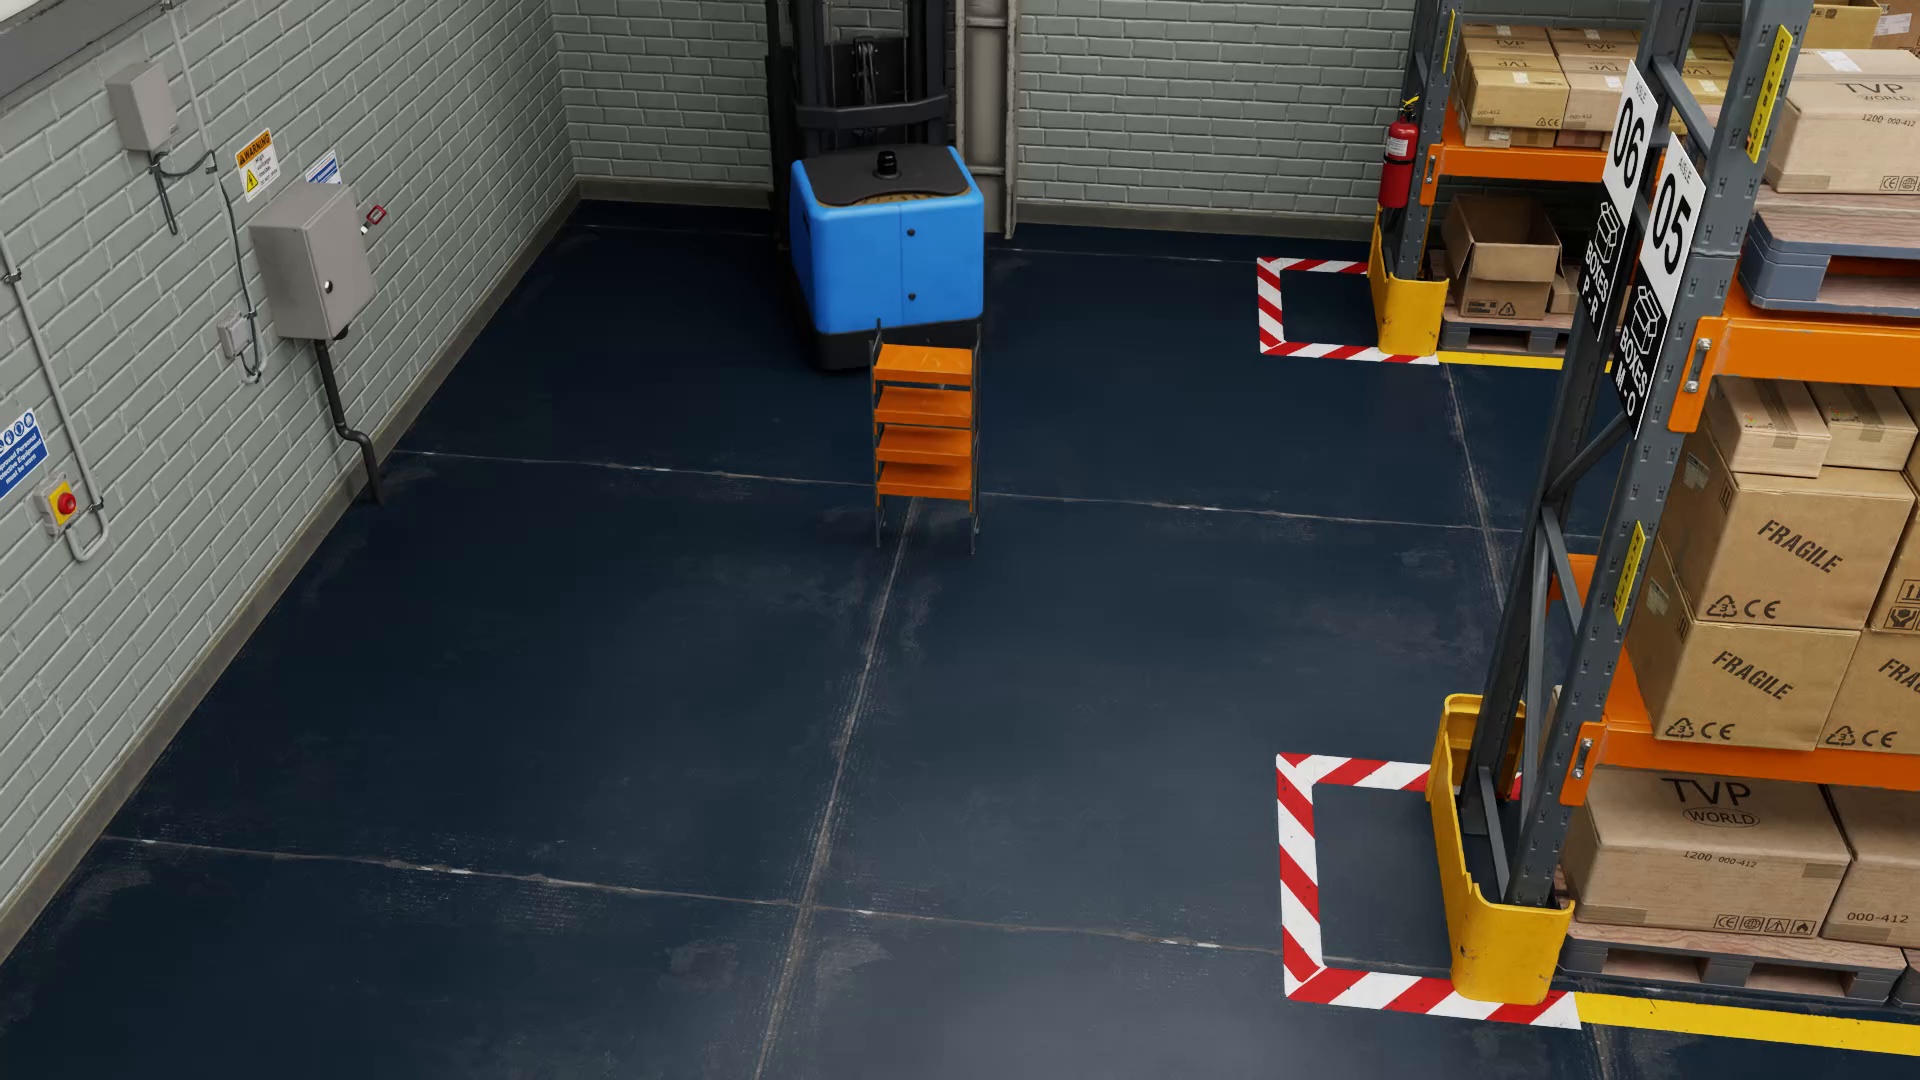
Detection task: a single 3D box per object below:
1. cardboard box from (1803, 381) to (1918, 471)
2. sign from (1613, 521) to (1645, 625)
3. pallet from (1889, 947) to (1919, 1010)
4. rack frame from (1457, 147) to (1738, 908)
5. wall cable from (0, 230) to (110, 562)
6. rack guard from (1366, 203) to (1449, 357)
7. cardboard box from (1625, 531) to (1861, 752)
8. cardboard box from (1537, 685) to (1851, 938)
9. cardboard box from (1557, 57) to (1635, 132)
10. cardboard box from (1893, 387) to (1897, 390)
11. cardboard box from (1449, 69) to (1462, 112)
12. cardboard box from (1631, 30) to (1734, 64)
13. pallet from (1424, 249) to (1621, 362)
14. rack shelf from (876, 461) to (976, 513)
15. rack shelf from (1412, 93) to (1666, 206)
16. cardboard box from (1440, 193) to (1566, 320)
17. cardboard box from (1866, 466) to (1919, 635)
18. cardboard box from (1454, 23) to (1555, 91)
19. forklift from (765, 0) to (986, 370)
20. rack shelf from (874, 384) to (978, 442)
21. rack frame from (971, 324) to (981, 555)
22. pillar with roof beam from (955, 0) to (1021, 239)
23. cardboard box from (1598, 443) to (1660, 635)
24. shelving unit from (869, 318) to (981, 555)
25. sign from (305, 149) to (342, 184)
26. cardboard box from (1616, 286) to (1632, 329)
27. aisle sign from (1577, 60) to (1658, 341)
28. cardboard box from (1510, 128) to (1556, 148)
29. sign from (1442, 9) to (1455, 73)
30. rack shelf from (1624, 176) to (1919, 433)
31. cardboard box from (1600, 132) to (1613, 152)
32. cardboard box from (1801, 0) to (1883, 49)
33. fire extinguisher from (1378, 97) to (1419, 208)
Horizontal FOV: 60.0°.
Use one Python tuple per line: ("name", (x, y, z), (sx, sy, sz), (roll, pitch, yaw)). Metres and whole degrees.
("cardboard box", (2.701, -0.380, 5.053), (0.250, 0.149, 0.380), (5, 36, 7))
("sign", (2.038, 0.102, 5.069), (0.005, 0.325, 0.100), (4, 36, 6))
("pallet", (4.124, 1.408, 6.452), (1.213, 0.211, 1.003), (4, 36, 6))
("rack frame", (2.115, 0.167, 5.791), (0.127, 3.000, 1.000), (4, 36, 6))
("wall cable", (-3.481, -0.663, 6.052), (0.123, 1.953, 0.585), (4, 36, 6))
("rack guard", (2.819, -1.670, 10.517), (0.348, 0.500, 1.175), (4, 36, 6))
("cardboard box", (2.554, 0.328, 5.480), (0.500, 0.500, 0.500), (4, 36, 6))
("cardboard box", (2.782, 1.030, 6.425), (0.875, 0.438, 0.875), (3, 36, 4))
("cardboard box", (3.659, -2.527, 9.439), (0.500, 0.250, 0.500), (5, 36, 6))
("cardboard box", (3.145, -0.360, 5.583), (0.500, 0.500, 0.500), (4, 36, 6))
("cardboard box", (3.106, -2.721, 10.054), (0.250, 0.149, 0.380), (4, 36, 5))
("cardboard box", (4.235, -2.794, 9.812), (0.500, 0.250, 0.500), (5, 36, 7))
("pallet", (3.609, -1.494, 10.519), (1.213, 0.211, 1.003), (4, 36, 6))
("rack shelf", (-0.164, -0.284, 8.430), (0.480, 0.148, 0.258), (4, 36, 6))
("rack shelf", (4.727, -2.252, 9.800), (4.000, 0.370, 1.077), (4, 36, 6))
("cardboard box", (3.338, -1.748, 10.262), (0.637, 0.503, 0.797), (3, 36, 4))
("cardboard box", (3.068, -0.047, 5.143), (0.500, 0.500, 0.500), (3, 36, 5))
("cardboard box", (3.233, -2.872, 9.922), (0.500, 0.250, 0.500), (5, 36, 7))
("forklift", (-0.677, -3.060, 10.371), (1.130, 2.935, 3.031), (-8, 36, -11))
("rack shelf", (-0.164, -0.628, 8.185), (0.480, 0.148, 0.258), (4, 36, 6))
("rack frame", (0.078, -0.483, 8.250), (0.015, 1.200, 0.240), (4, 36, 6))
("pillar with roof beam", (-0.365, -3.373, 5.587), (0.400, 9.000, 9.100), (4, 36, 6))
("cardboard box", (2.627, 0.010, 5.925), (0.500, 0.500, 0.500), (4, 36, 6))
("shelving unit", (-0.164, -0.501, 8.276), (0.503, 1.200, 0.258), (4, 36, 6))
("sign", (-3.211, -1.697, 8.485), (0.001, 0.494, 0.329), (4, 36, 6))
("cardboard box", (4.181, -1.661, 10.142), (0.500, 0.500, 0.700), (6, 36, 8))
("aisle sign", (2.083, -1.075, 5.293), (0.004, 0.787, 0.394), (4, 36, 6))
("cardboard box", (3.292, -2.416, 9.627), (0.250, 0.149, 0.380), (5, 36, 7))
("sign", (2.674, -2.733, 9.109), (0.005, 0.325, 0.100), (4, 36, 6))
("rack shelf", (4.098, -0.613, 4.921), (4.000, 0.370, 1.077), (4, 36, 6))
("cardboard box", (3.800, -2.363, 9.552), (0.250, 0.149, 0.380), (5, 36, 7))
("cardboard box", (4.647, -2.759, 9.118), (0.500, 0.500, 0.500), (5, 36, 7))
("fire extinguisher", (2.538, -2.254, 9.571), (0.183, 0.674, 0.296), (4, 36, 6))
